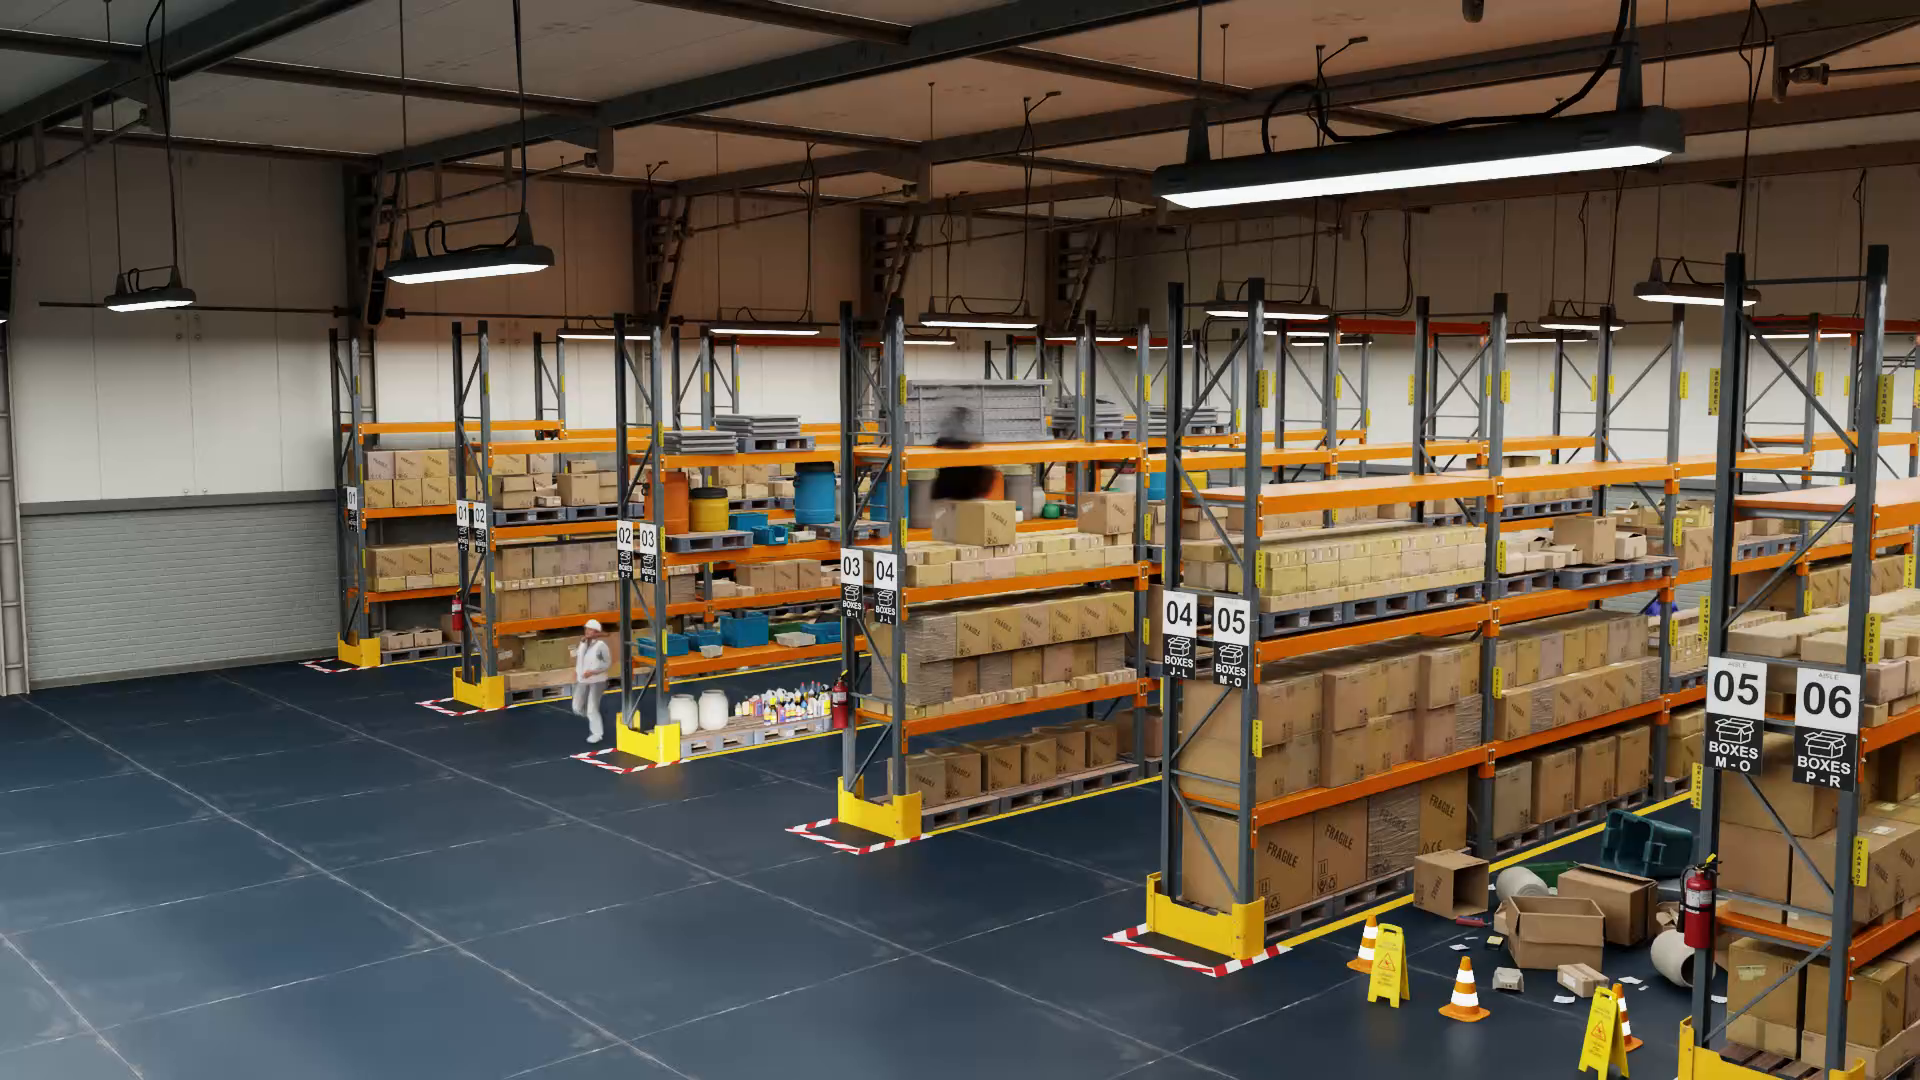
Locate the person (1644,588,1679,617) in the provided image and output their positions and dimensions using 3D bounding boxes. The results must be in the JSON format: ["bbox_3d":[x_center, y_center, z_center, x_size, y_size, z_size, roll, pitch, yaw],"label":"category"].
[{"bbox_3d":[11.851,1.593,28.063,0.578,1.612,0.562,2,6,16],"label":"person"}]

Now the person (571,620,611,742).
[{"bbox_3d":[-5.231,1.989,23.494,0.657,1.728,0.574,3,6,27],"label":"person"}]
